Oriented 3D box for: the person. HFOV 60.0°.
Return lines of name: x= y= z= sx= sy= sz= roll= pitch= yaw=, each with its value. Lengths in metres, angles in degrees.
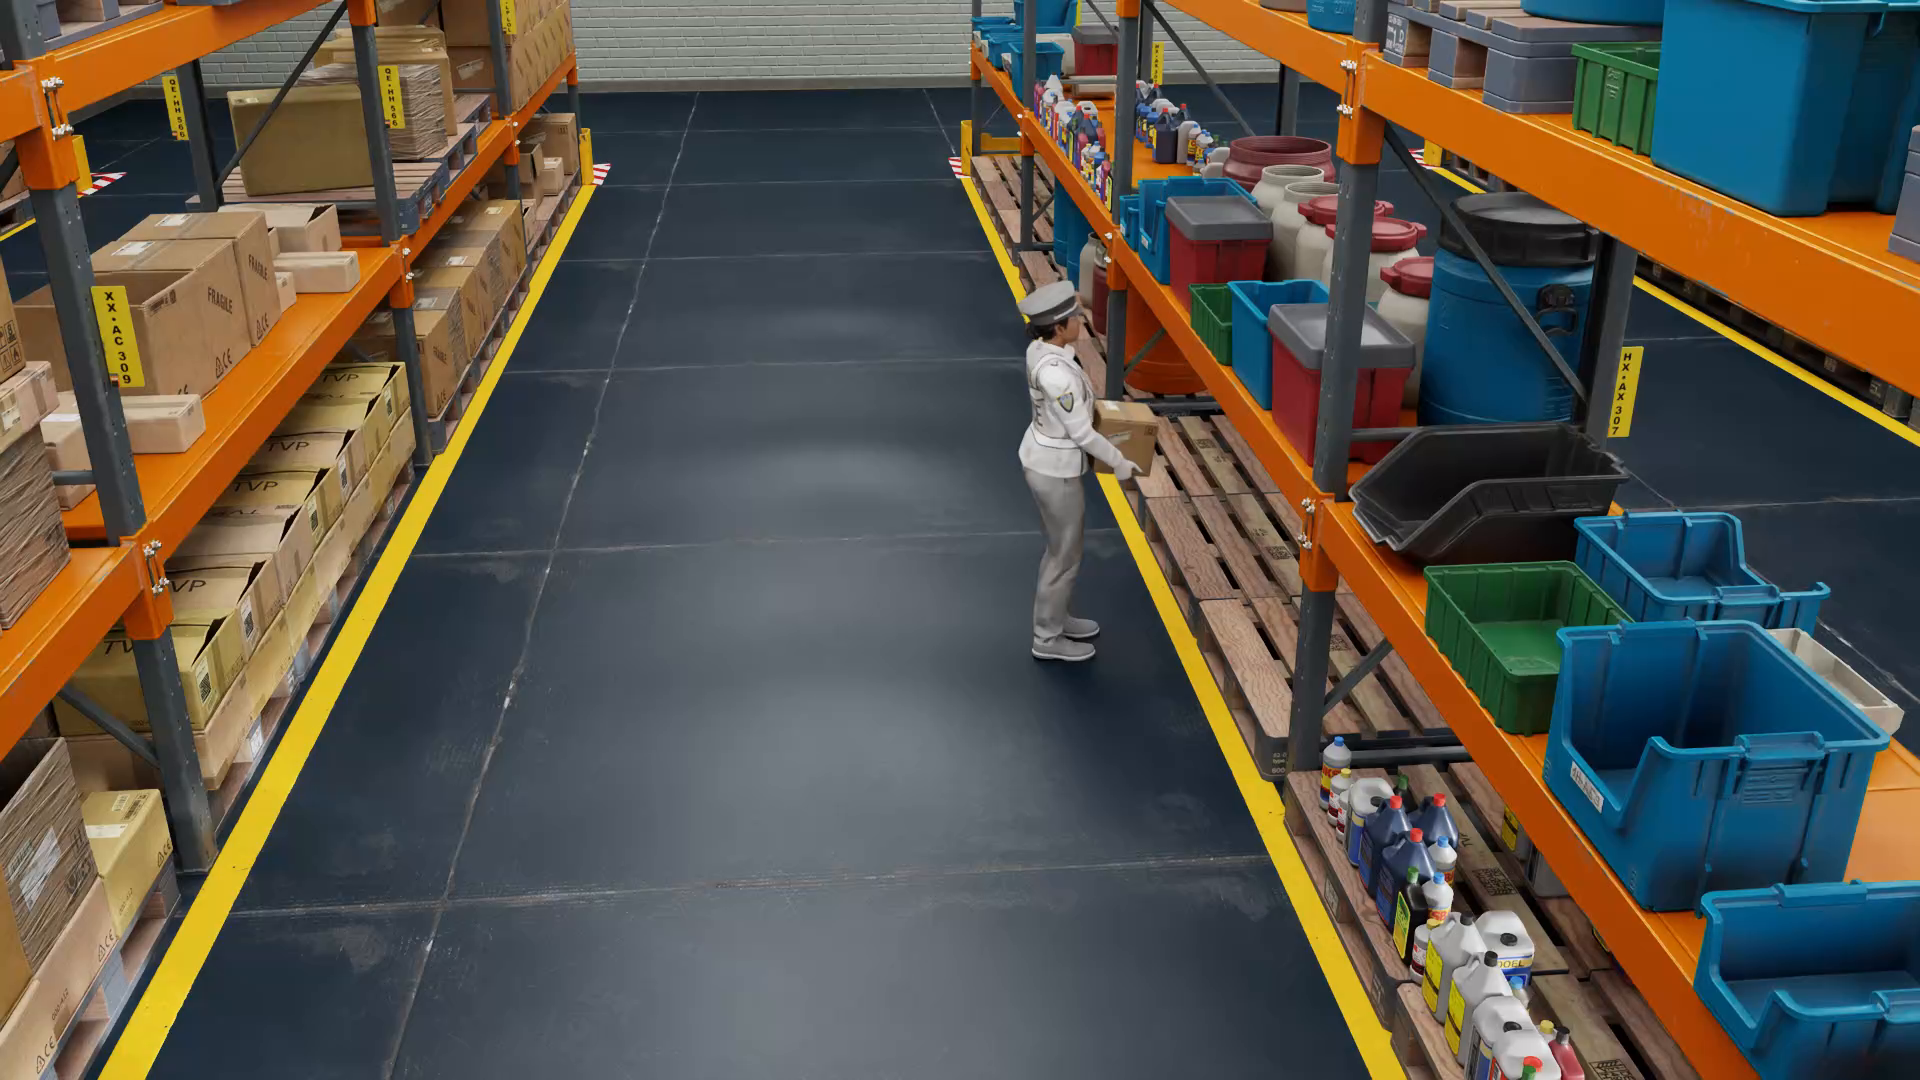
person: x=0.508 y=-0.298 z=7.249 sx=0.523 sy=1.691 sz=0.453 roll=-2 pitch=24 yaw=-5
